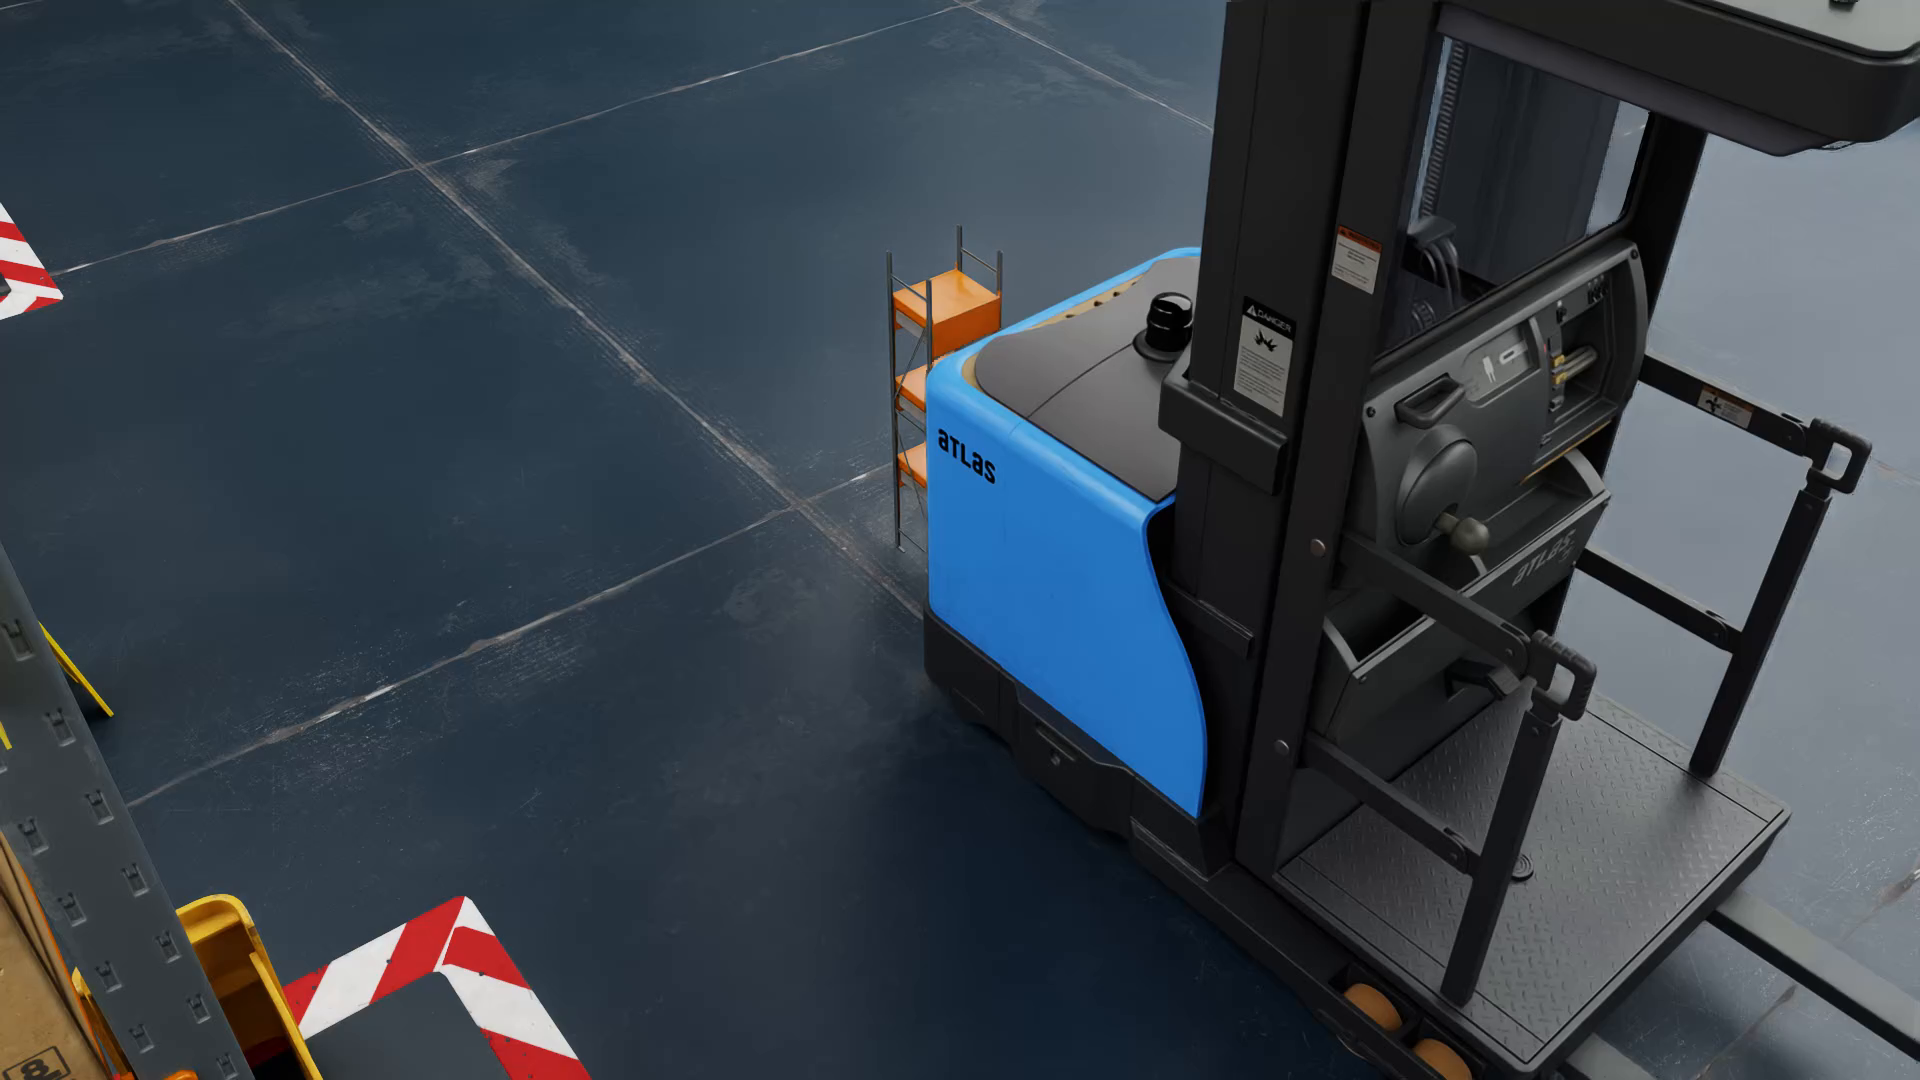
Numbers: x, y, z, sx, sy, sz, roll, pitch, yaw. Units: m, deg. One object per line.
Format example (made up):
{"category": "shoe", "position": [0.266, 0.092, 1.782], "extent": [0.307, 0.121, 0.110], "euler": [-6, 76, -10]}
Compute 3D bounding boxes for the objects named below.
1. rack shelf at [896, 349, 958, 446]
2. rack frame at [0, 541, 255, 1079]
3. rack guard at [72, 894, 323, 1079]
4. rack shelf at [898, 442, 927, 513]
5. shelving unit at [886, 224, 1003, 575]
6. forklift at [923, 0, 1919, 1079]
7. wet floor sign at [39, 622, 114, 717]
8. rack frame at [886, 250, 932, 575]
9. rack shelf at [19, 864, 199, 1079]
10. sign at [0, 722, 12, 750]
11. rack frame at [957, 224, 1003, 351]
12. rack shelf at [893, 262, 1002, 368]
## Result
{"category": "rack shelf", "position": [-0.042, -0.377, 4.899], "extent": [0.240, 0.259, 0.215], "euler": [-26, 46, -28]}
{"category": "rack frame", "position": [-1.360, 0.334, 2.478], "extent": [0.127, 3.000, 1.000], "euler": [-26, 46, -28]}
{"category": "rack guard", "position": [-1.341, 1.291, 3.282], "extent": [0.348, 0.500, 1.175], "euler": [-26, 46, -28]}
{"category": "rack shelf", "position": [-0.042, -0.162, 5.075], "extent": [0.240, 0.259, 0.215], "euler": [-26, 46, -28]}
{"category": "shelving unit", "position": [-0.042, -0.385, 4.892], "extent": [0.252, 1.050, 0.215], "euler": [-26, 46, -28]}
{"category": "forklift", "position": [1.244, -0.225, 3.213], "extent": [1.130, 2.935, 3.031], "euler": [-29, 47, -30]}
{"category": "wet floor sign", "position": [-2.544, 0.237, 4.452], "extent": [0.267, 0.644, 0.232], "euler": [30, 48, 31]}
{"category": "rack frame", "position": [-0.139, -0.338, 4.834], "extent": [0.008, 1.050, 0.200], "euler": [-26, 46, -28]}
{"category": "rack shelf", "position": [-2.946, 1.385, 1.764], "extent": [4.000, 0.370, 1.077], "euler": [-26, 46, -28]}
{"category": "sign", "position": [-1.040, 0.073, 1.696], "extent": [0.005, 0.325, 0.100], "euler": [-26, 46, -28]}
{"category": "rack frame", "position": [0.054, -0.432, 4.949], "extent": [0.008, 1.050, 0.200], "euler": [-26, 46, -28]}
{"category": "rack shelf", "position": [-0.042, -0.596, 4.719], "extent": [0.240, 0.259, 0.215], "euler": [-26, 46, -28]}
